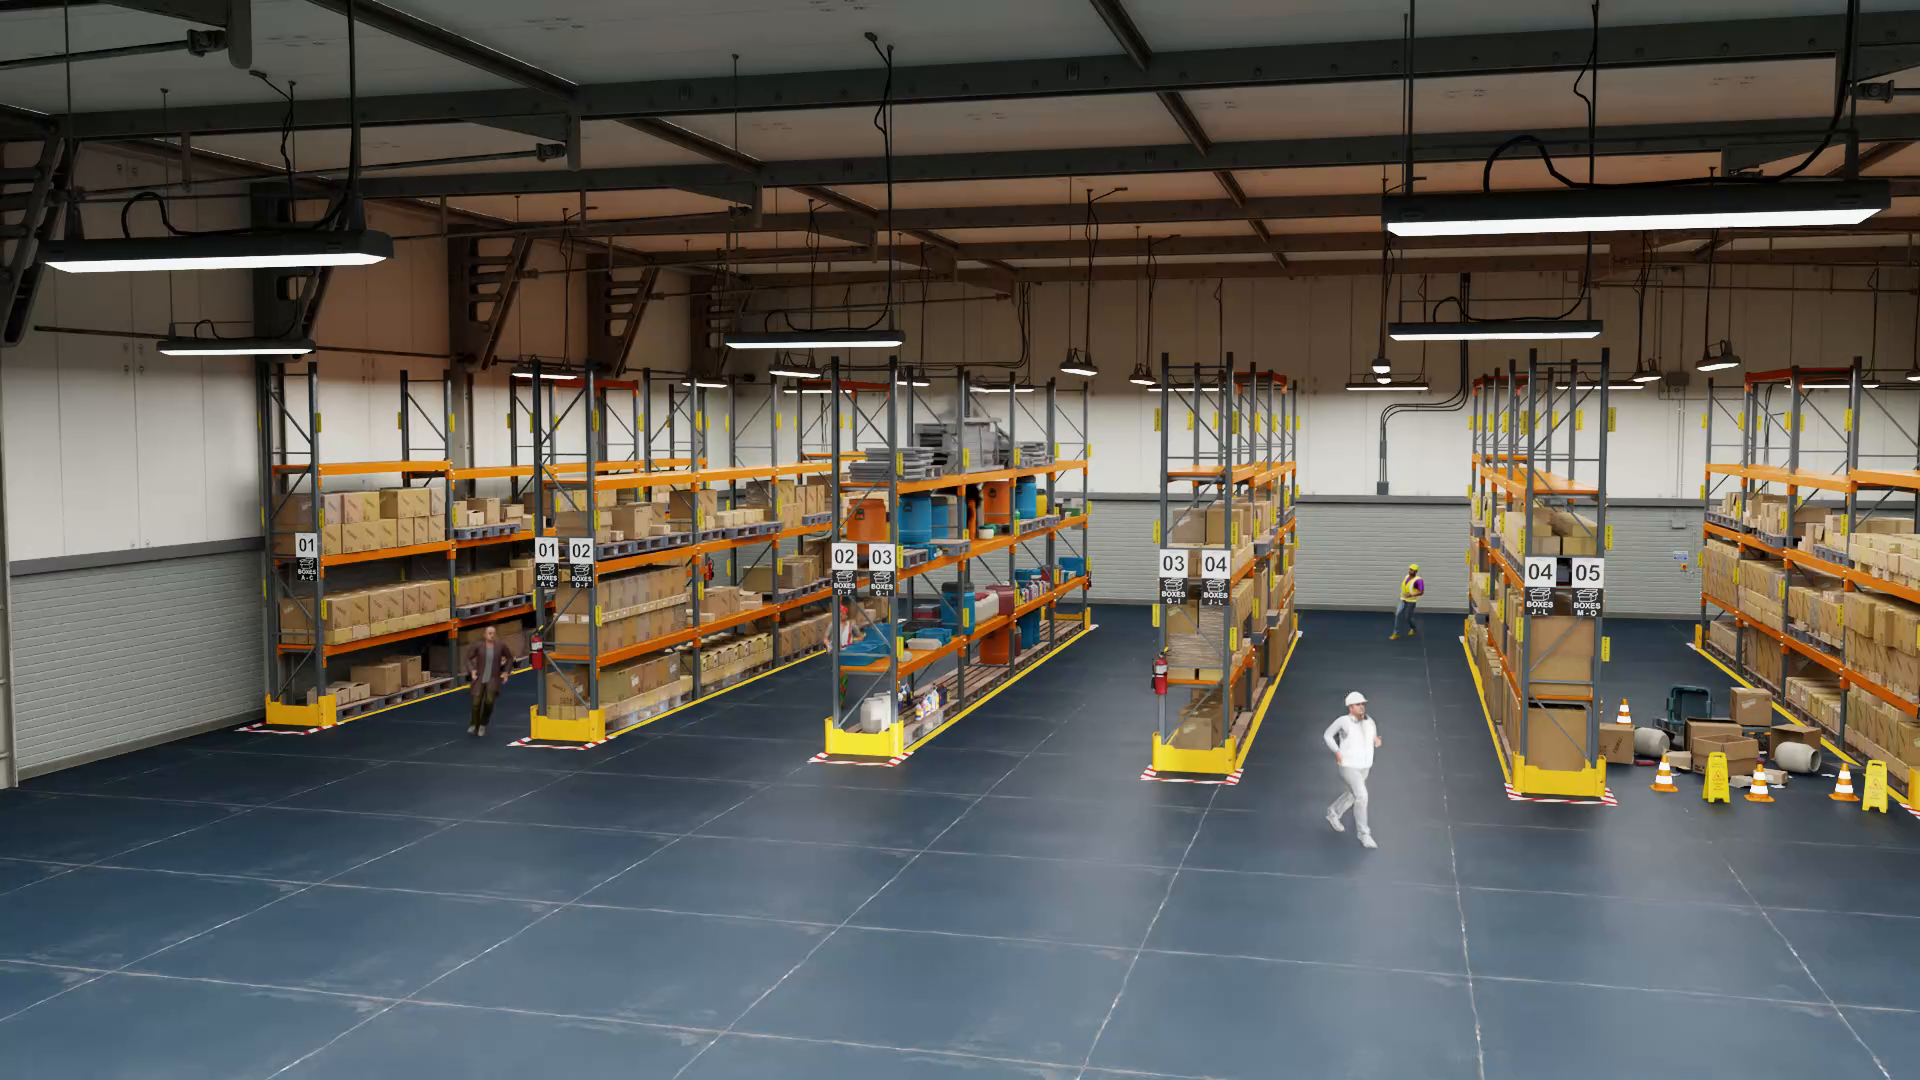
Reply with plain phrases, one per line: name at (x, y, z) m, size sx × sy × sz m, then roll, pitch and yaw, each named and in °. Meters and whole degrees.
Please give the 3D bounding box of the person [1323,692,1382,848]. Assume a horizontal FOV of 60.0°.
person at (4.705, 2.715, 19.930) m, size 0.557 × 1.813 × 0.871 m, roll -3°, pitch 5°, yaw -33°

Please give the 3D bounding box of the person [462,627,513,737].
person at (-7.571, 2.367, 26.682) m, size 0.777 × 1.559 × 0.686 m, roll -1°, pitch 4°, yaw -13°

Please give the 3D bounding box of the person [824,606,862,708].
person at (-2.075, 2.043, 29.343) m, size 0.667 × 1.763 × 0.860 m, roll 0°, pitch 4°, yaw 3°

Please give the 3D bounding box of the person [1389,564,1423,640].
person at (10.332, 1.424, 38.309) m, size 0.904 × 1.748 × 0.737 m, roll -3°, pitch 5°, yaw -35°
